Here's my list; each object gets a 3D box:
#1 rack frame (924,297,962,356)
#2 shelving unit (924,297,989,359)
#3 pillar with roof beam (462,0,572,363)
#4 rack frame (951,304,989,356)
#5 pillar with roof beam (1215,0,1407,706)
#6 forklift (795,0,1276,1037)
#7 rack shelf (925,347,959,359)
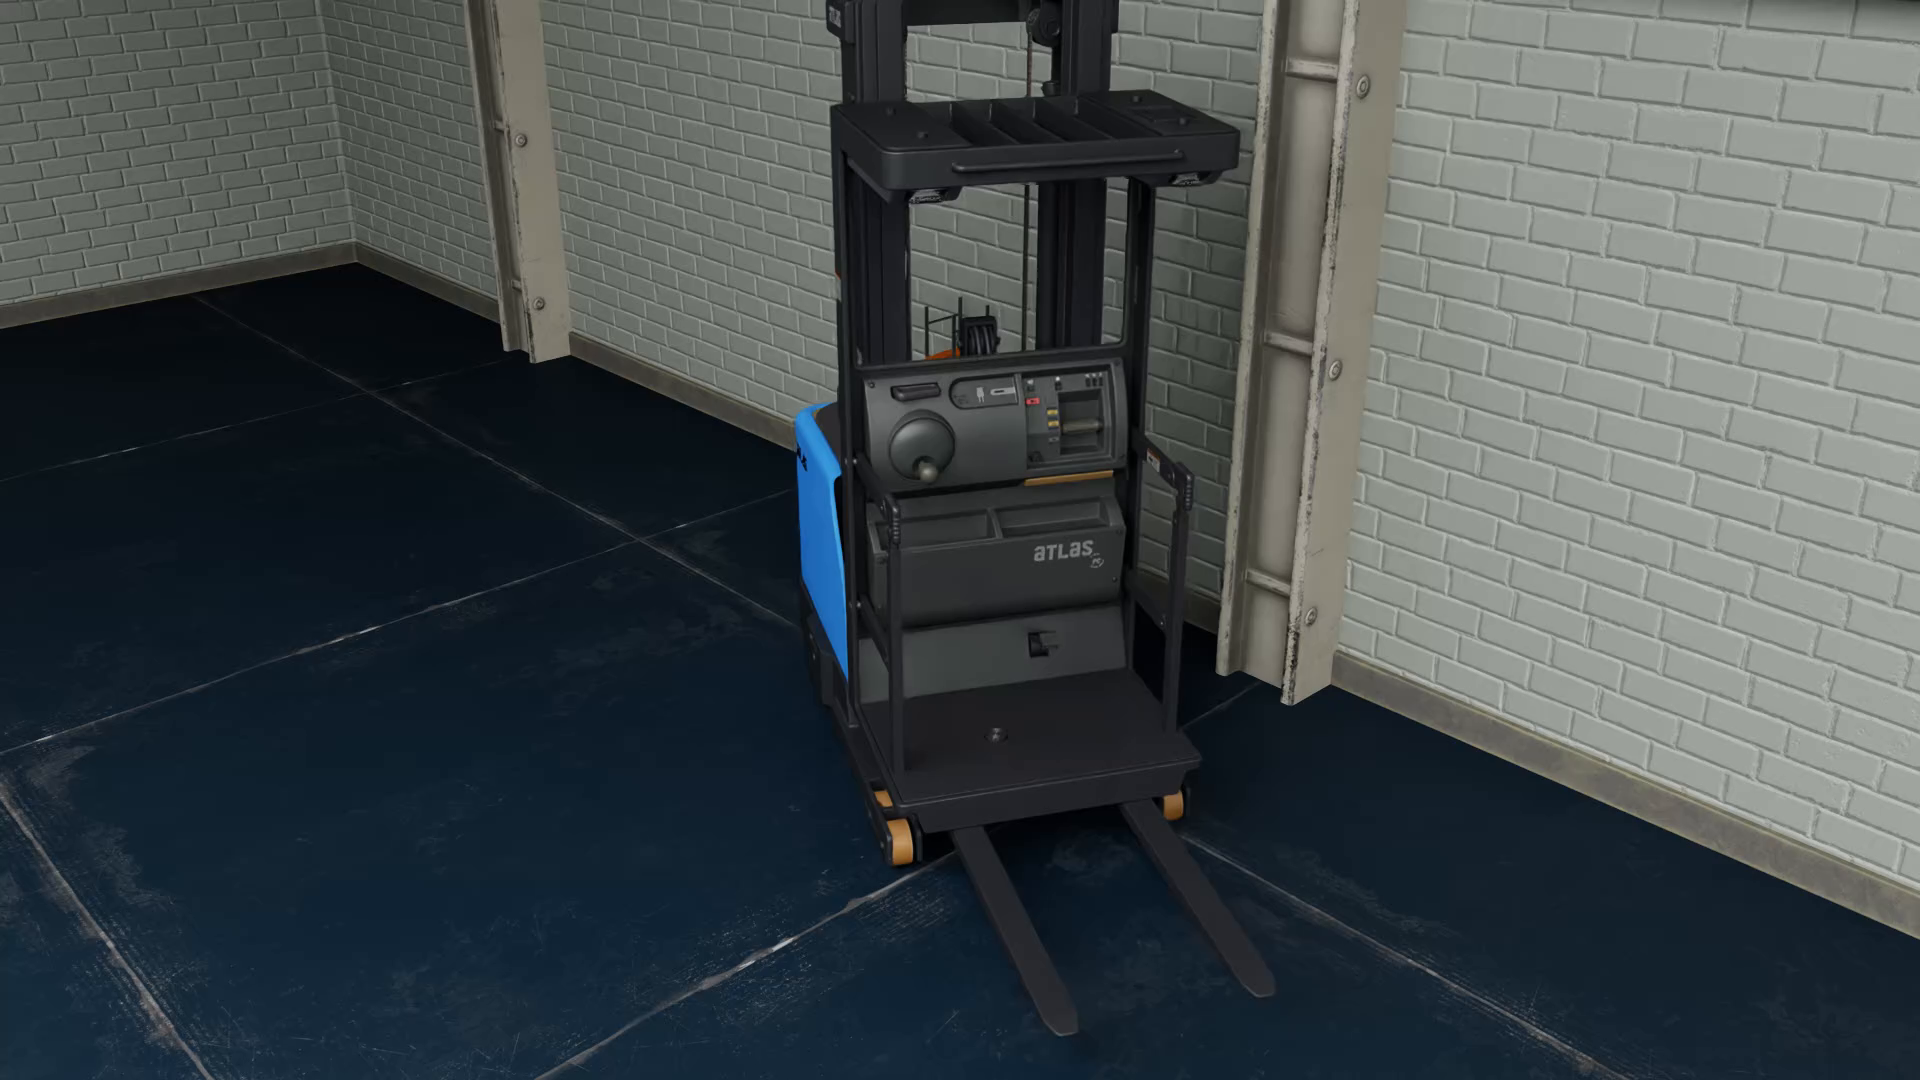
[{"bbox_3d":[-0.079,-0.574,8.063,0.240,1.200,0.006,-22,32,-39],"label":"rack frame"},{"bbox_3d":[-0.015,-0.547,8.003,0.258,1.200,0.189,-22,32,-39],"label":"shelving unit"},{"bbox_3d":[-5.921,-4.117,6.433,9.100,9.000,0.400,-21,32,-38],"label":"pillar with roof beam"},{"bbox_3d":[0.049,-0.520,7.944,0.240,1.200,0.006,-22,32,-39],"label":"rack frame"},{"bbox_3d":[-1.820,-2.300,2.449,9.100,9.000,0.400,-21,32,-38],"label":"pillar with roof beam"},{"bbox_3d":[0.191,-0.382,5.556,1.130,2.935,3.031,-7,25,-14],"label":"forklift"},{"bbox_3d":[-0.015,-0.834,7.872,0.258,0.103,0.180,-22,32,-39],"label":"rack shelf"}]
